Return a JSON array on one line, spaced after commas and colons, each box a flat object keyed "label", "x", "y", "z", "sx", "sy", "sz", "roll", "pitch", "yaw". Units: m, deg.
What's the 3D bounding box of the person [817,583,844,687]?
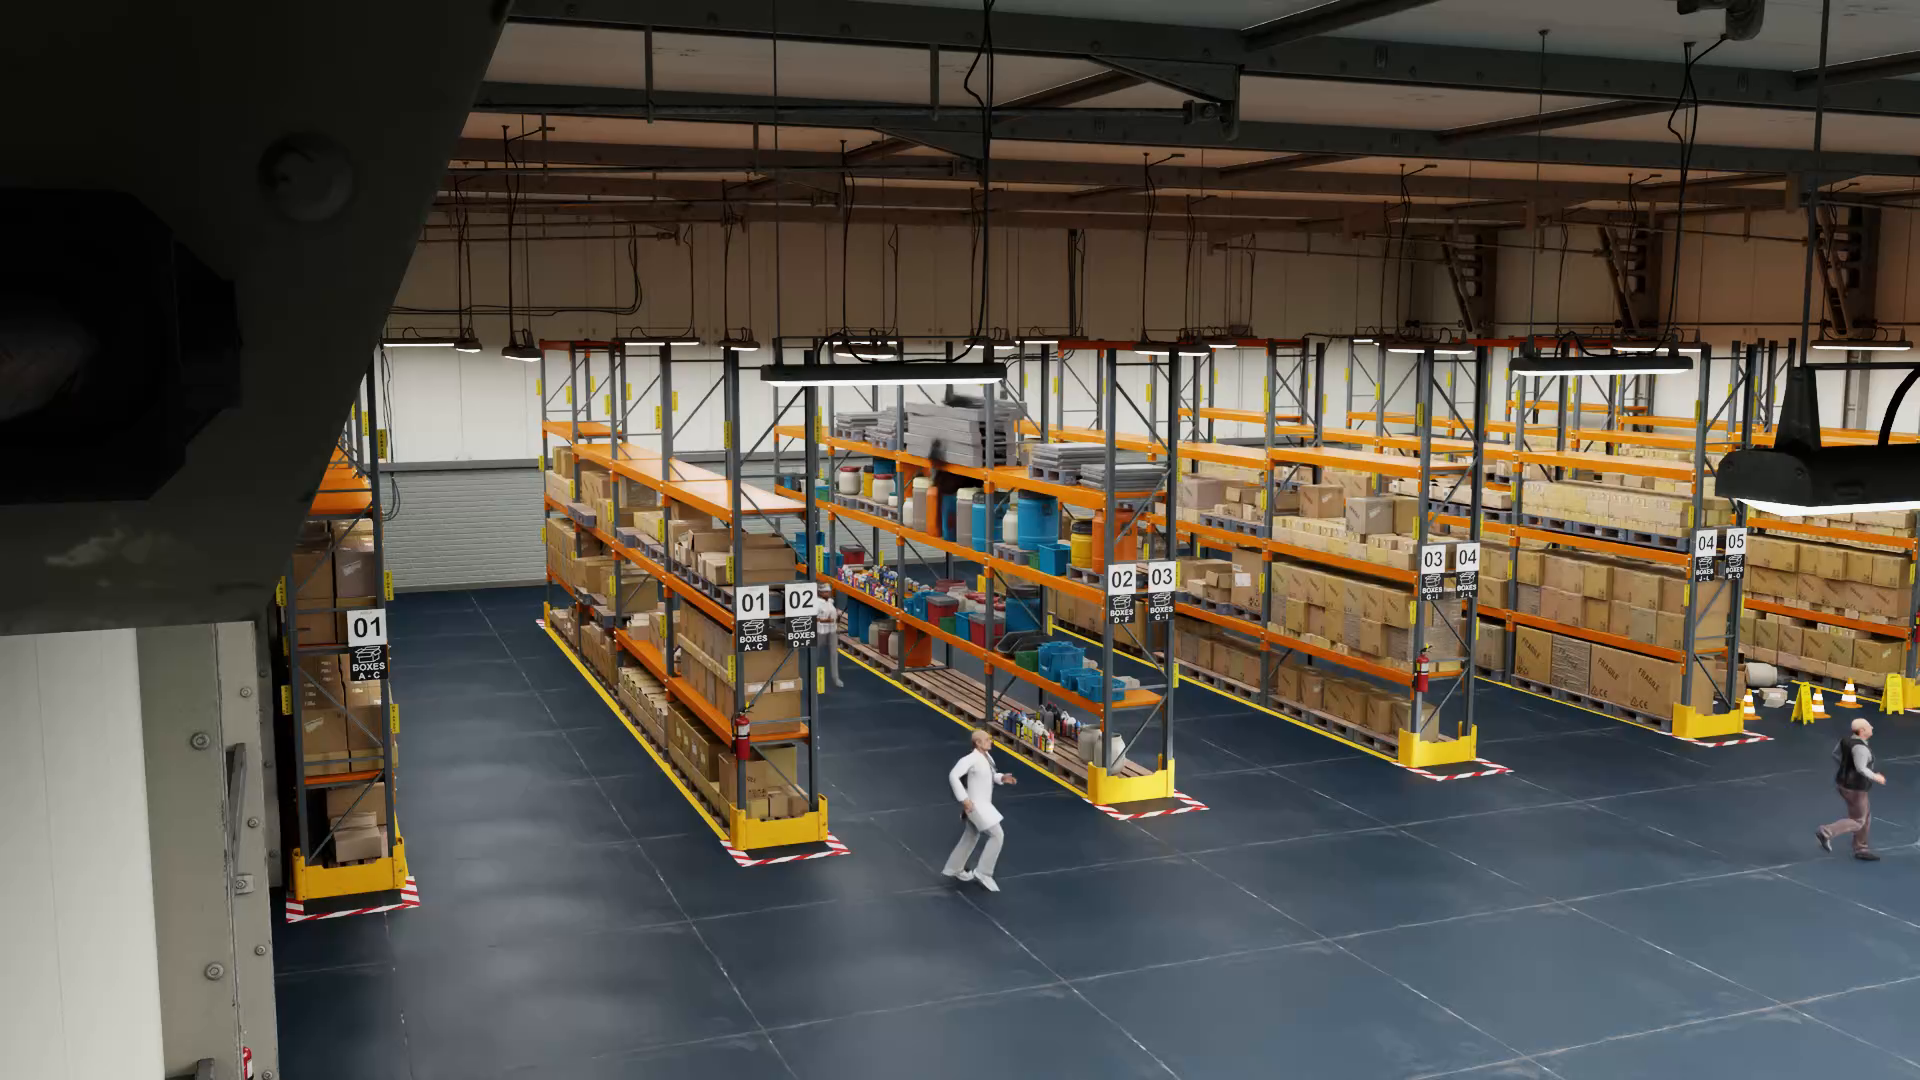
[{"label": "person", "x": -2.232, "y": 1.577, "z": 27.800, "sx": 0.581, "sy": 1.744, "sz": 0.818, "roll": -5, "pitch": 9, "yaw": -36}]

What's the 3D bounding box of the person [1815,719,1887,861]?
[{"label": "person", "x": 10.530, "y": 2.950, "z": 19.691, "sx": 0.821, "sy": 1.720, "sz": 0.669, "roll": 1, "pitch": 7, "yaw": 7}]

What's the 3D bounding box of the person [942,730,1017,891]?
[{"label": "person", "x": 0.212, "y": 3.033, "z": 18.749, "sx": 0.841, "sy": 1.830, "sz": 0.689, "roll": 1, "pitch": 7, "yaw": 7}]
